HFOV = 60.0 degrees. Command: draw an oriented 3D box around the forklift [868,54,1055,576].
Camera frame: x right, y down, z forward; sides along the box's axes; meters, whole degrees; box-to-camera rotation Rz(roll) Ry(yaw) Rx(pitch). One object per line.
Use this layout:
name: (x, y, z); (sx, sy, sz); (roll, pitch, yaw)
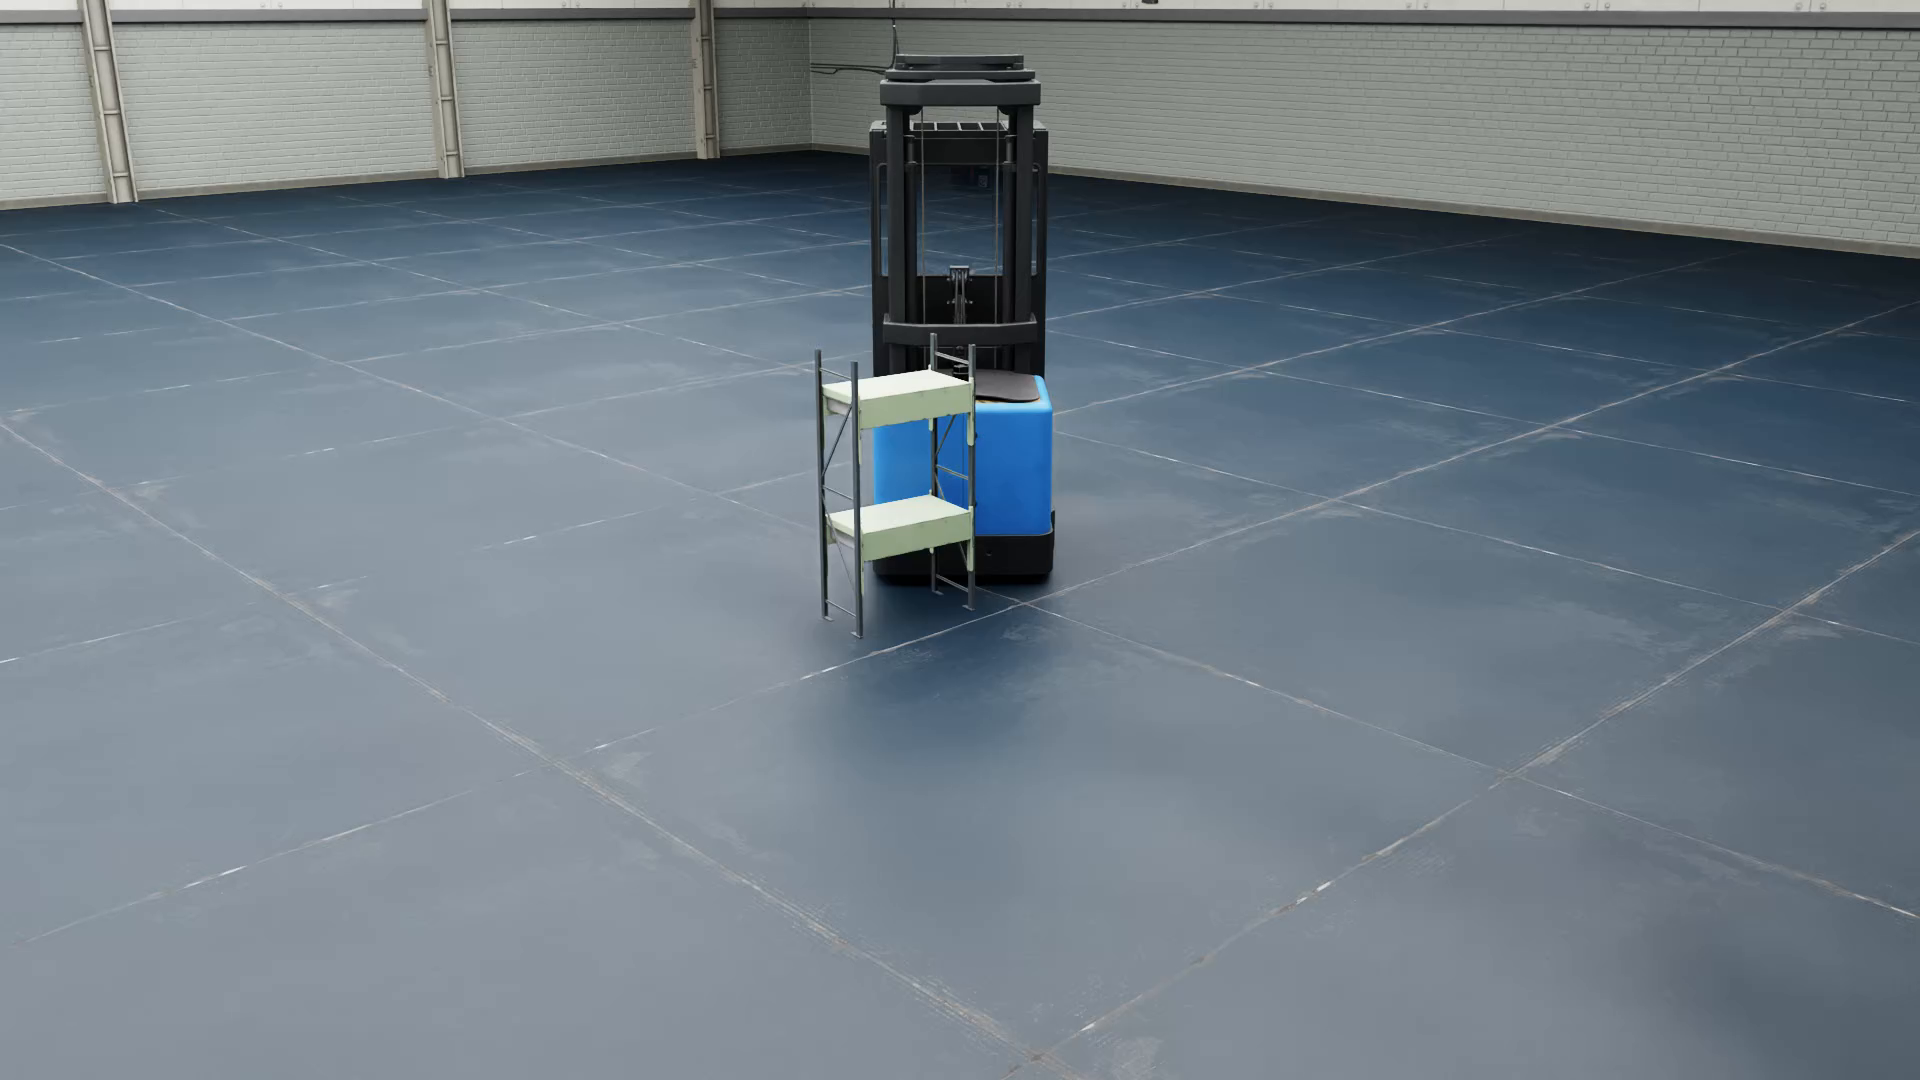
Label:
forklift: (-0.013, -1.589, 10.632); (1.130, 2.935, 3.031); (0, 18, -1)

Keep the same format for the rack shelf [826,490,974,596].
rack shelf: (-0.340, 0.006, 9.091); (0.720, 0.370, 0.431); (-12, 22, -33)

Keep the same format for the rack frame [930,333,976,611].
rack frame: (-0.039, -0.368, 9.189); (0.023, 1.500, 0.400); (-12, 22, -33)

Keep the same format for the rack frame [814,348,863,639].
rack frame: (-0.640, -0.239, 8.791); (0.023, 1.500, 0.400); (-12, 22, -33)

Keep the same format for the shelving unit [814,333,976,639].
shelving unit: (-0.340, -0.304, 8.990); (0.755, 1.500, 0.431); (-12, 22, -33)

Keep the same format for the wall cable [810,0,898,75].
wall cable: (-2.396, -11.400, 36.090); (0.112, 2.526, 3.097); (-16, 24, -41)

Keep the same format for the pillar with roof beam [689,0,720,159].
pillar with roof beam: (-2.487, -11.585, 31.624); (0.400, 9.000, 9.100); (-16, 24, -41)

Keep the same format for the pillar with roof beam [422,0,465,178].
pillar with roof beam: (-6.847, -10.313, 27.703); (0.400, 9.000, 9.100); (-16, 24, -41)

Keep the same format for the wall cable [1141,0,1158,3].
wall cable: (4.115, -12.364, 28.515); (0.169, 6.003, 2.305); (-16, 24, -41)

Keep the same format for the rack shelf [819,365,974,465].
rack shelf: (-0.340, -0.675, 8.870); (0.720, 0.370, 0.431); (-12, 22, -33)

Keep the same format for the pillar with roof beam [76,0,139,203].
pillar with roof beam: (-11.206, -9.042, 23.782); (0.400, 9.000, 9.100); (-16, 24, -41)
